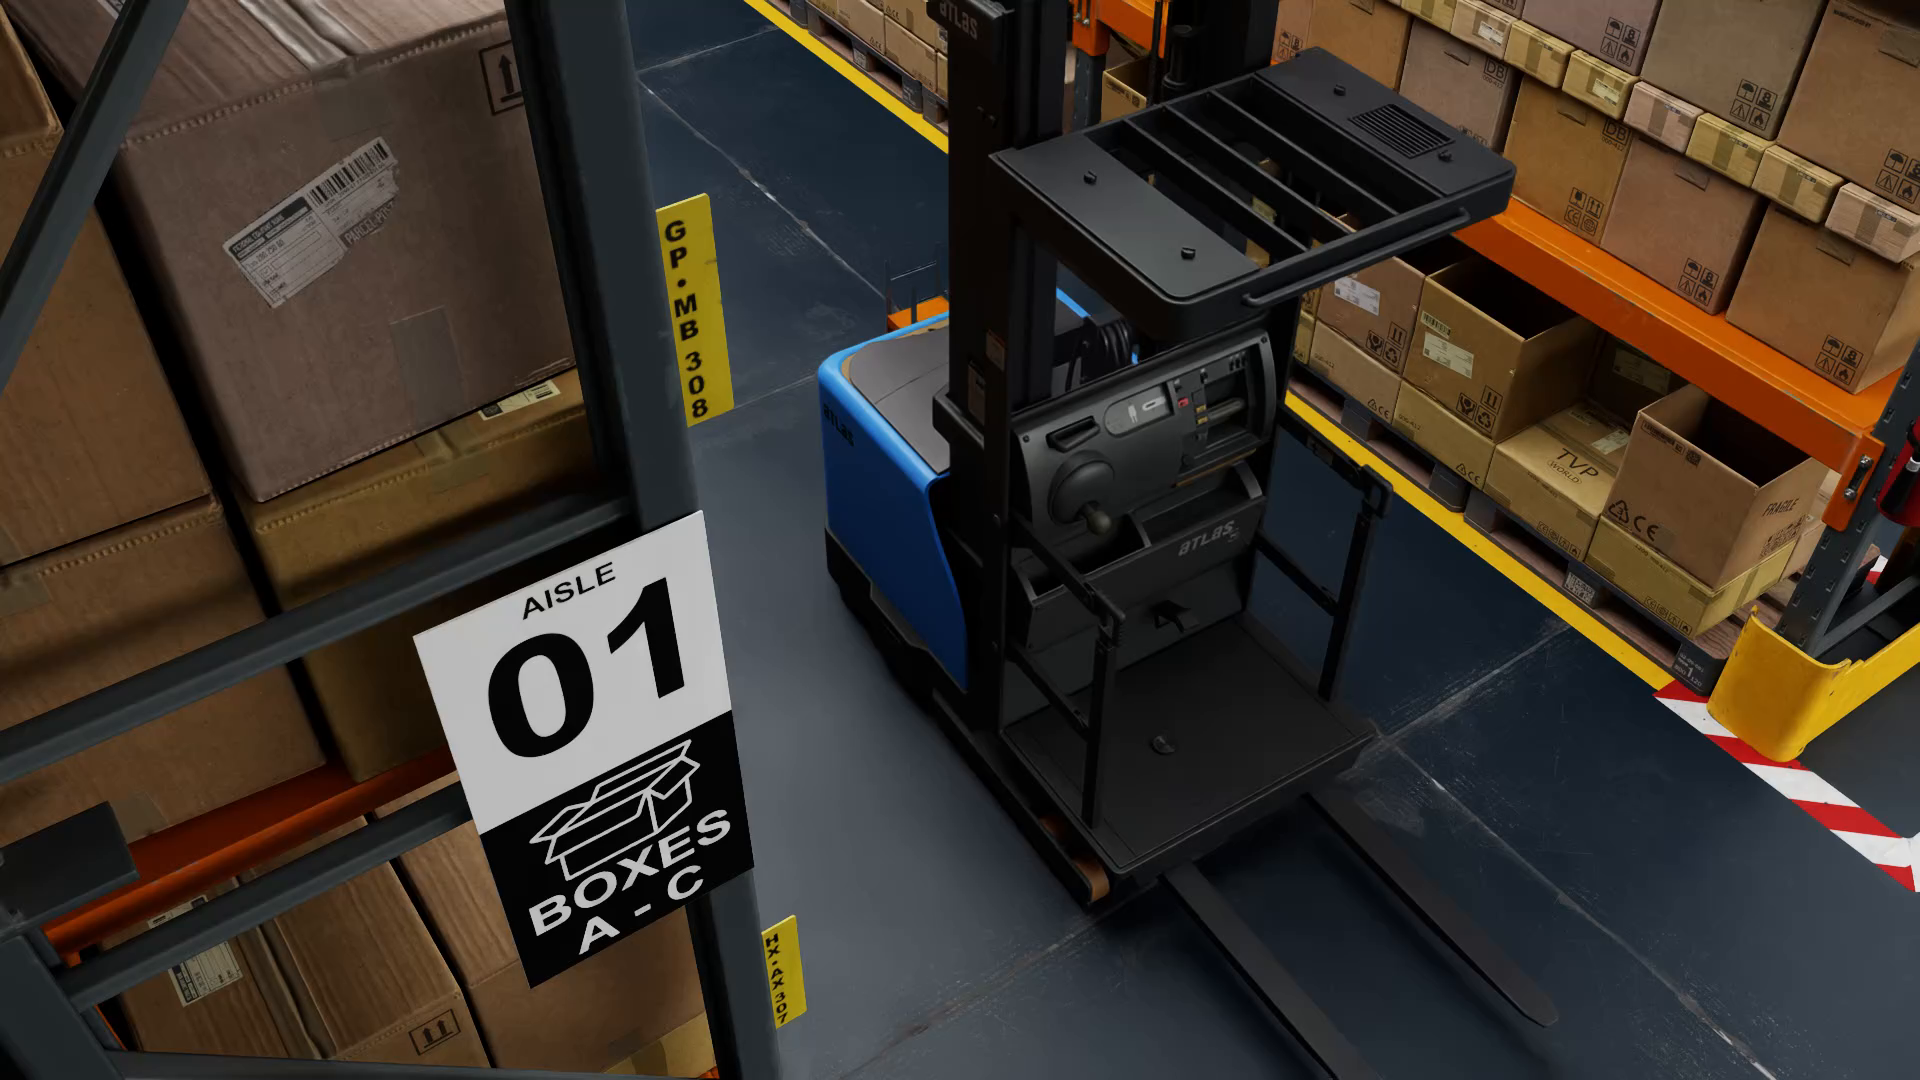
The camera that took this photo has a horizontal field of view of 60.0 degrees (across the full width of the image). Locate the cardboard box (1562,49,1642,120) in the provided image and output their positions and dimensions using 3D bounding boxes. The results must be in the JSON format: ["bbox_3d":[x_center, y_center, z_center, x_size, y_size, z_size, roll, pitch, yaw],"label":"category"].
[{"bbox_3d":[2.312,-1.613,5.725,0.380,0.149,0.250,-24,49,-23],"label":"cardboard box"}]

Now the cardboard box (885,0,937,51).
[{"bbox_3d":[-0.065,-2.934,8.932,0.500,0.311,0.500,-26,49,-25],"label":"cardboard box"}]

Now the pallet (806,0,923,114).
[{"bbox_3d":[-0.167,-2.967,9.705,1.003,0.211,1.213,-26,49,-24],"label":"pallet"}]

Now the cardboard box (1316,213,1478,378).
[{"bbox_3d":[1.857,-1.075,6.848,0.500,0.500,0.500,-26,49,-24],"label":"cardboard box"}]

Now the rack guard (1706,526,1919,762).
[{"bbox_3d":[3.290,0.301,6.072,1.175,0.500,0.348,-26,49,-24],"label":"rack guard"}]

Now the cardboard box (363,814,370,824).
[{"bbox_3d":[-1.508,0.646,3.452,0.500,0.500,0.500,-25,49,-24],"label":"cardboard box"}]

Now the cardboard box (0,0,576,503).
[{"bbox_3d":[-0.806,-0.462,2.078,0.500,0.500,0.500,-29,51,-27],"label":"cardboard box"}]

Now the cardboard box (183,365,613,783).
[{"bbox_3d":[-0.770,-0.074,2.396,0.500,0.500,0.500,-24,49,-23],"label":"cardboard box"}]

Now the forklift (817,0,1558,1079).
[{"bbox_3d":[0.691,-0.239,4.878,1.130,2.935,3.031,-24,48,-23],"label":"forklift"}]

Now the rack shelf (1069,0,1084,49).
[{"bbox_3d":[-0.156,-3.754,9.031,1.077,0.370,4.000,-26,49,-24],"label":"rack shelf"}]

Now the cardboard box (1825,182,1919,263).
[{"bbox_3d":[2.902,-1.028,5.113,0.380,0.149,0.250,-27,50,-25],"label":"cardboard box"}]

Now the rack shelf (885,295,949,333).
[{"bbox_3d":[-0.124,-0.803,6.265,0.258,0.103,0.180,-24,48,-23],"label":"rack shelf"}]

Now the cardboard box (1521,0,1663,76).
[{"bbox_3d":[2.395,-2.002,5.663,0.700,0.500,0.500,-26,49,-24],"label":"cardboard box"}]

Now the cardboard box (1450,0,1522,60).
[{"bbox_3d":[2.013,-1.906,6.032,0.380,0.149,0.250,-26,50,-25],"label":"cardboard box"}]

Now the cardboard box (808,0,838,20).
[{"bbox_3d":[-0.651,-3.316,9.738,0.500,0.250,0.500,-27,50,-25],"label":"cardboard box"}]

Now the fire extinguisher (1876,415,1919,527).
[{"bbox_3d":[2.963,-0.338,4.988,0.296,0.674,0.183,-26,49,-24],"label":"fire extinguisher"}]

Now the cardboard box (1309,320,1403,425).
[{"bbox_3d":[1.860,-0.806,7.109,0.500,0.250,0.500,-26,49,-24],"label":"cardboard box"}]

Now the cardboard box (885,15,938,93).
[{"bbox_3d":[-0.068,-2.736,9.131,0.500,0.250,0.500,-25,49,-24],"label":"cardboard box"}]

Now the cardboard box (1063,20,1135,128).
[{"bbox_3d":[0.521,-2.358,8.329,0.500,0.311,0.500,-26,49,-24],"label":"cardboard box"}]

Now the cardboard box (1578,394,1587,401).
[{"bbox_3d":[2.578,-0.730,7.030,0.500,0.250,0.500,-26,49,-24],"label":"cardboard box"}]

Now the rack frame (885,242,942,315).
[{"bbox_3d":[-0.173,-0.628,6.539,0.240,1.200,0.006,-24,48,-23],"label":"rack frame"}]

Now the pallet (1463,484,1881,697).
[{"bbox_3d":[2.805,-0.024,6.623,1.003,0.211,1.213,-26,49,-24],"label":"pallet"}]

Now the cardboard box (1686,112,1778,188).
[{"bbox_3d":[2.605,-1.321,5.419,0.380,0.149,0.250,-26,50,-25],"label":"cardboard box"}]

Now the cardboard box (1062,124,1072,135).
[{"bbox_3d":[0.513,-2.160,8.527,0.500,0.250,0.500,-26,50,-25],"label":"cardboard box"}]

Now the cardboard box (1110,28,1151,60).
[{"bbox_3d":[0.956,-2.575,8.556,0.500,0.311,0.500,-26,49,-24],"label":"cardboard box"}]

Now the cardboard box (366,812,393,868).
[{"bbox_3d":[-1.085,0.445,3.662,0.500,0.500,0.500,-26,49,-24],"label":"cardboard box"}]

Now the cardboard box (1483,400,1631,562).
[{"bbox_3d":[2.432,-0.239,6.515,0.500,0.250,0.500,-26,49,-24],"label":"cardboard box"}]

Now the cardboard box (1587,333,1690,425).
[{"bbox_3d":[2.865,-0.719,6.475,0.500,0.500,0.500,-26,49,-24],"label":"cardboard box"}]

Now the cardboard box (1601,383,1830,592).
[{"bbox_3d":[2.726,-0.231,5.964,0.500,0.500,0.500,-26,49,-24],"label":"cardboard box"}]

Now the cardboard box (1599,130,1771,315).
[{"bbox_3d":[2.716,-1.218,5.781,0.700,0.500,0.500,-24,49,-23],"label":"cardboard box"}]

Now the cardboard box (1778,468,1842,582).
[{"bbox_3d":[3.152,-0.165,6.438,0.500,0.250,0.500,-26,49,-24],"label":"cardboard box"}]

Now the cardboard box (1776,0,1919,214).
[{"bbox_3d":[2.990,-1.421,5.055,0.700,0.500,0.500,-26,49,-24],"label":"cardboard box"}]

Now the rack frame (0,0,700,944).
[{"bbox_3d":[-0.784,-0.827,1.100,1.000,3.000,0.127,-26,49,-24],"label":"rack frame"}]

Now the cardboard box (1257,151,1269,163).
[{"bbox_3d":[1.289,-1.644,7.444,0.500,0.500,0.500,-26,49,-24],"label":"cardboard box"}]

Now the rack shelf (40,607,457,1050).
[{"bbox_3d":[-1.928,-0.615,3.571,1.077,0.370,4.000,-26,49,-24],"label":"rack shelf"}]

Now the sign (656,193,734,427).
[{"bbox_3d":[-0.339,-0.273,2.058,0.100,0.325,0.005,-26,49,-24],"label":"sign"}]

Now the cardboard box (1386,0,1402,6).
[{"bbox_3d":[1.724,-2.196,6.336,0.380,0.149,0.250,-27,50,-26],"label":"cardboard box"}]

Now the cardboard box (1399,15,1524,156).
[{"bbox_3d":[2.132,-1.798,6.388,0.700,0.500,0.500,-24,49,-23],"label":"cardboard box"}]

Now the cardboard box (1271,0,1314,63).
[{"bbox_3d":[1.554,-2.373,6.991,0.700,0.500,0.500,-26,50,-25],"label":"cardboard box"}]

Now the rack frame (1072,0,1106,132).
[{"bbox_3d":[0.988,-2.882,7.597,1.000,3.000,0.127,-26,49,-24],"label":"rack frame"}]

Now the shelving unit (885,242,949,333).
[{"bbox_3d":[-0.124,-0.575,6.483,0.258,1.200,0.189,-24,48,-23],"label":"shelving unit"}]
